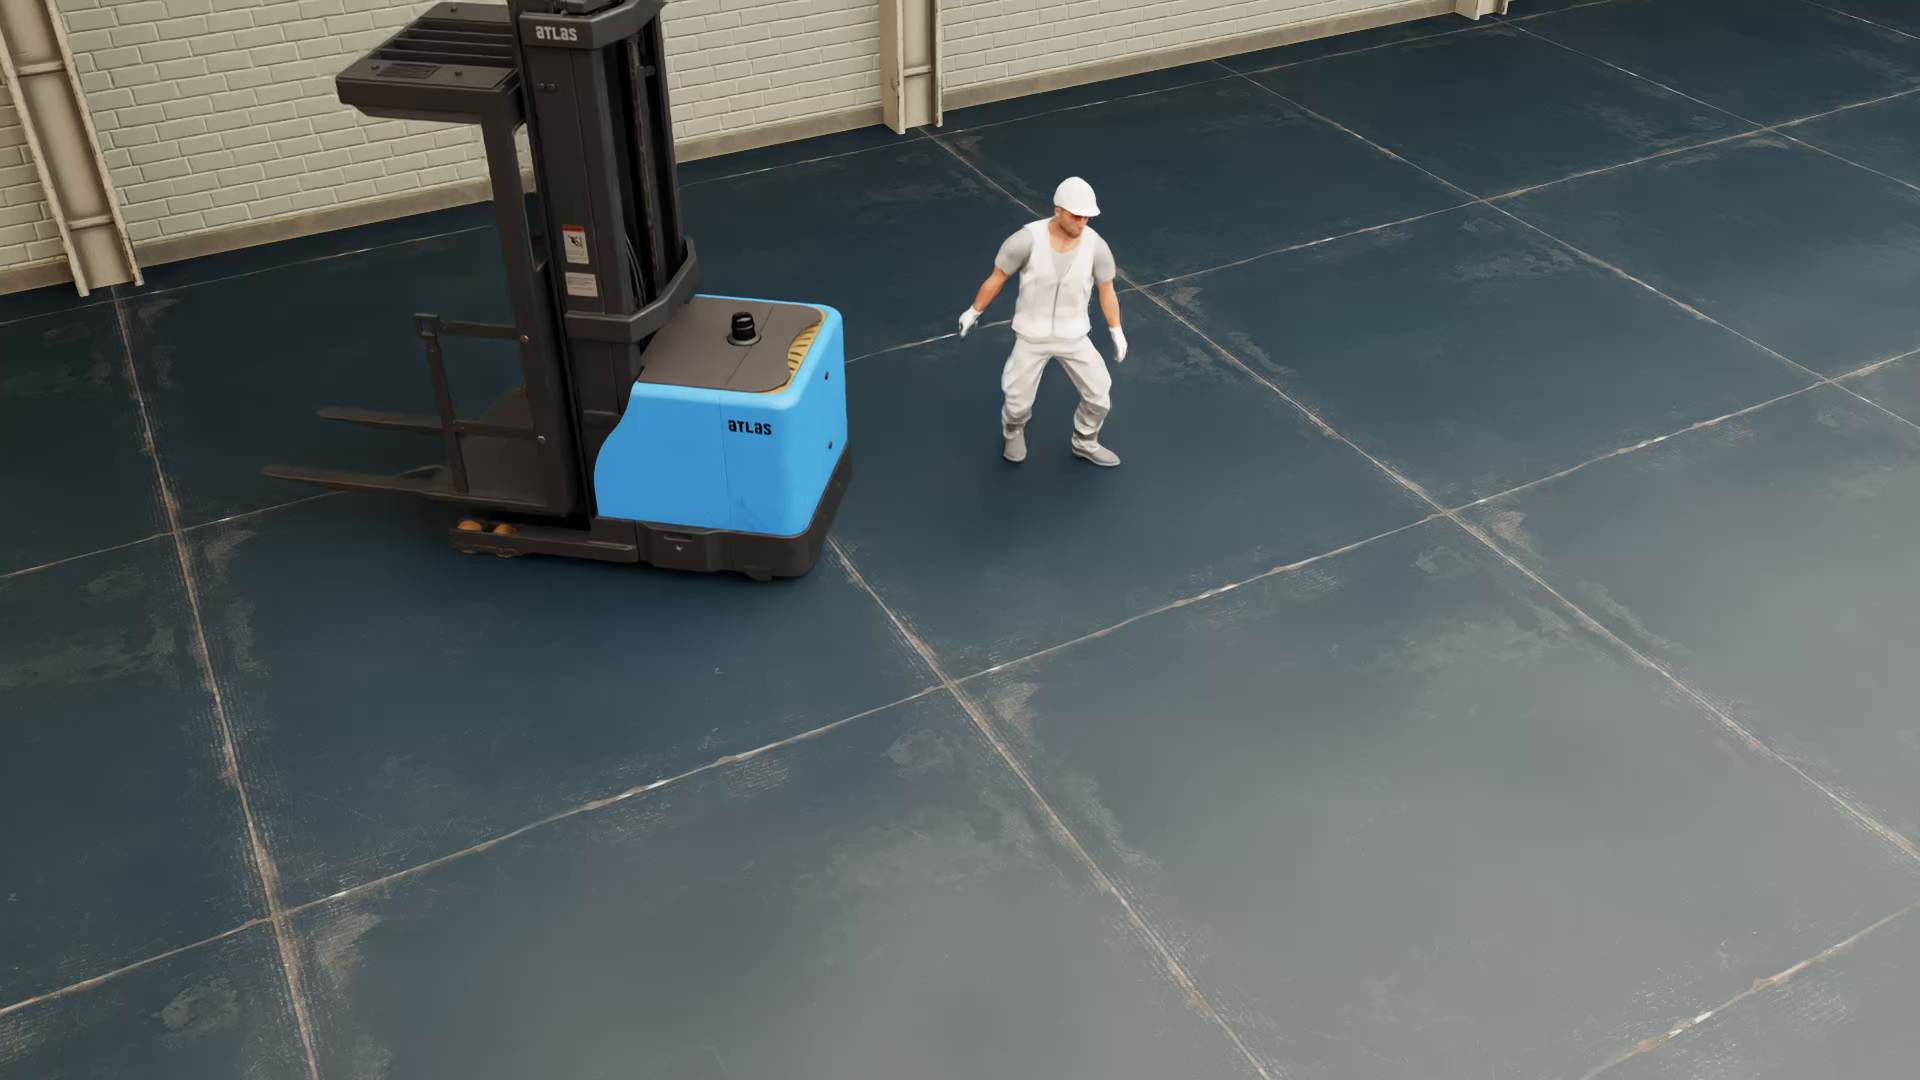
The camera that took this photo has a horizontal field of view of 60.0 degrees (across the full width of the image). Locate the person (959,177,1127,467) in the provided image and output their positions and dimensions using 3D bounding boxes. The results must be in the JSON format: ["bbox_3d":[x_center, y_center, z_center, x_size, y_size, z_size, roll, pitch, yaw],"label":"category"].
[{"bbox_3d":[0.442,-1.143,8.806,0.894,1.702,0.496,-1,35,-1],"label":"person"}]

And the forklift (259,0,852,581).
[{"bbox_3d":[-2.156,-1.400,8.104,3.031,2.935,1.130,6,36,9],"label":"forklift"}]
